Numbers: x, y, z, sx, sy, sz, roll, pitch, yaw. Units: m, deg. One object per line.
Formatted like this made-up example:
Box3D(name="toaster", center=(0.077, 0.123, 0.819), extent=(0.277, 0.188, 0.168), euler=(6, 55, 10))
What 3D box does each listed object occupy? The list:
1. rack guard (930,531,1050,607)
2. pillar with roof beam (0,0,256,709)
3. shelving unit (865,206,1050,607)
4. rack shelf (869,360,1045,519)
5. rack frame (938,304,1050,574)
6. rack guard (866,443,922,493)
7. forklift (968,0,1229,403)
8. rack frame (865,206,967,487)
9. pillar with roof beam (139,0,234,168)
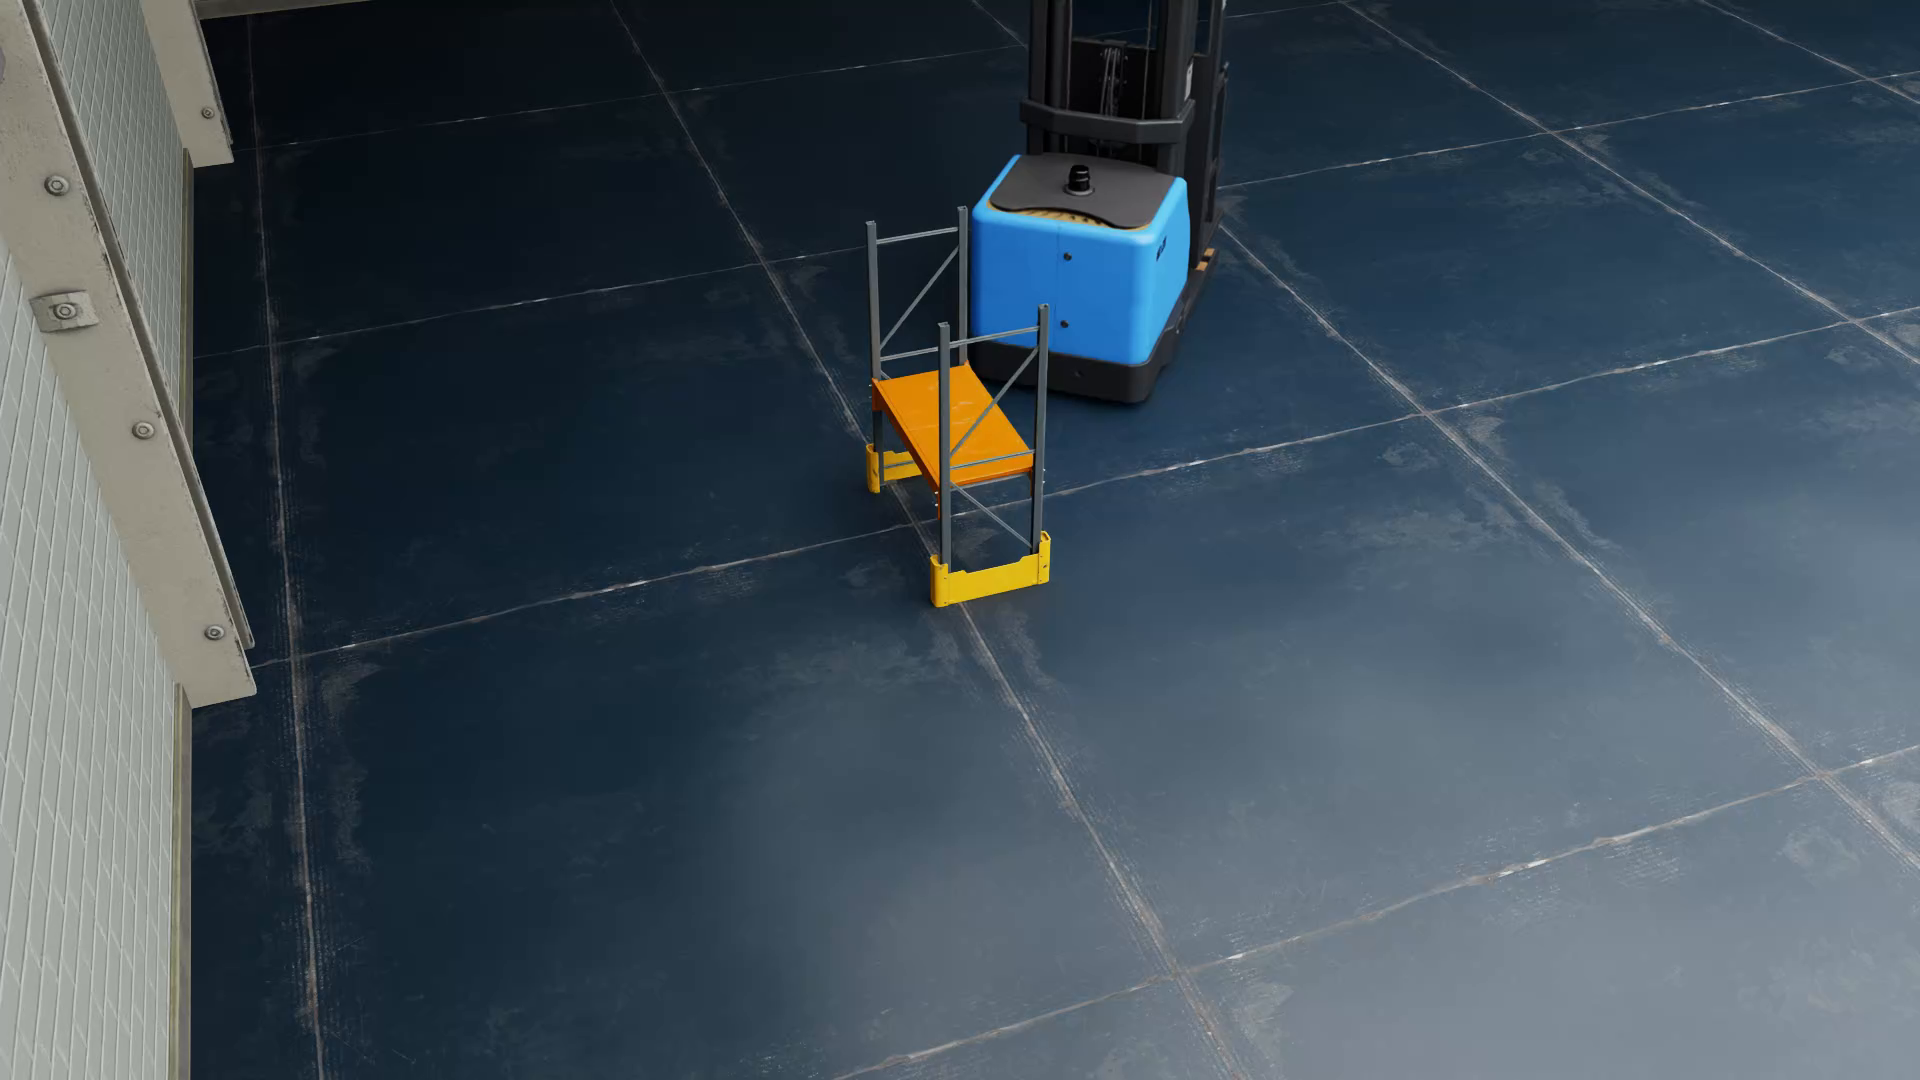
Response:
Box3D(name="rack guard", center=(0.145, 0.138, 7.919), extent=(0.587, 0.250, 0.087), euler=(-12, 39, -16))
Box3D(name="pillar with roof beam", center=(0.698, -3.880, 5.981), extent=(9.100, 9.000, 0.400), euler=(-12, 39, -16))
Box3D(name="shelving unit", center=(-0.026, -0.642, 7.916), extent=(0.587, 1.500, 1.083), euler=(-12, 39, -16))
Box3D(name="rack shelf", center=(-0.029, -0.504, 8.031), extent=(0.538, 0.185, 1.000), euler=(-12, 39, -16))
Box3D(name="rack frame", center=(0.146, -0.360, 7.542), extent=(0.500, 1.500, 0.032), euler=(-12, 39, -16))
Box3D(name="rack guard", center=(-0.198, -0.424, 8.666), extent=(0.587, 0.250, 0.087), euler=(-12, 39, -16))
Box3D(name="forklift", center=(1.004, -2.817, 9.614), extent=(1.130, 2.935, 3.031), euler=(12, 39, 15))
Box3D(name="rack frame", center=(-0.204, -0.934, 8.304), extent=(0.500, 1.500, 0.032), euler=(-12, 39, -16))
Box3D(name="pillar with roof beam", center=(-1.367, -7.269, 10.481), extent=(9.100, 9.000, 0.400), euler=(-12, 39, -16))
